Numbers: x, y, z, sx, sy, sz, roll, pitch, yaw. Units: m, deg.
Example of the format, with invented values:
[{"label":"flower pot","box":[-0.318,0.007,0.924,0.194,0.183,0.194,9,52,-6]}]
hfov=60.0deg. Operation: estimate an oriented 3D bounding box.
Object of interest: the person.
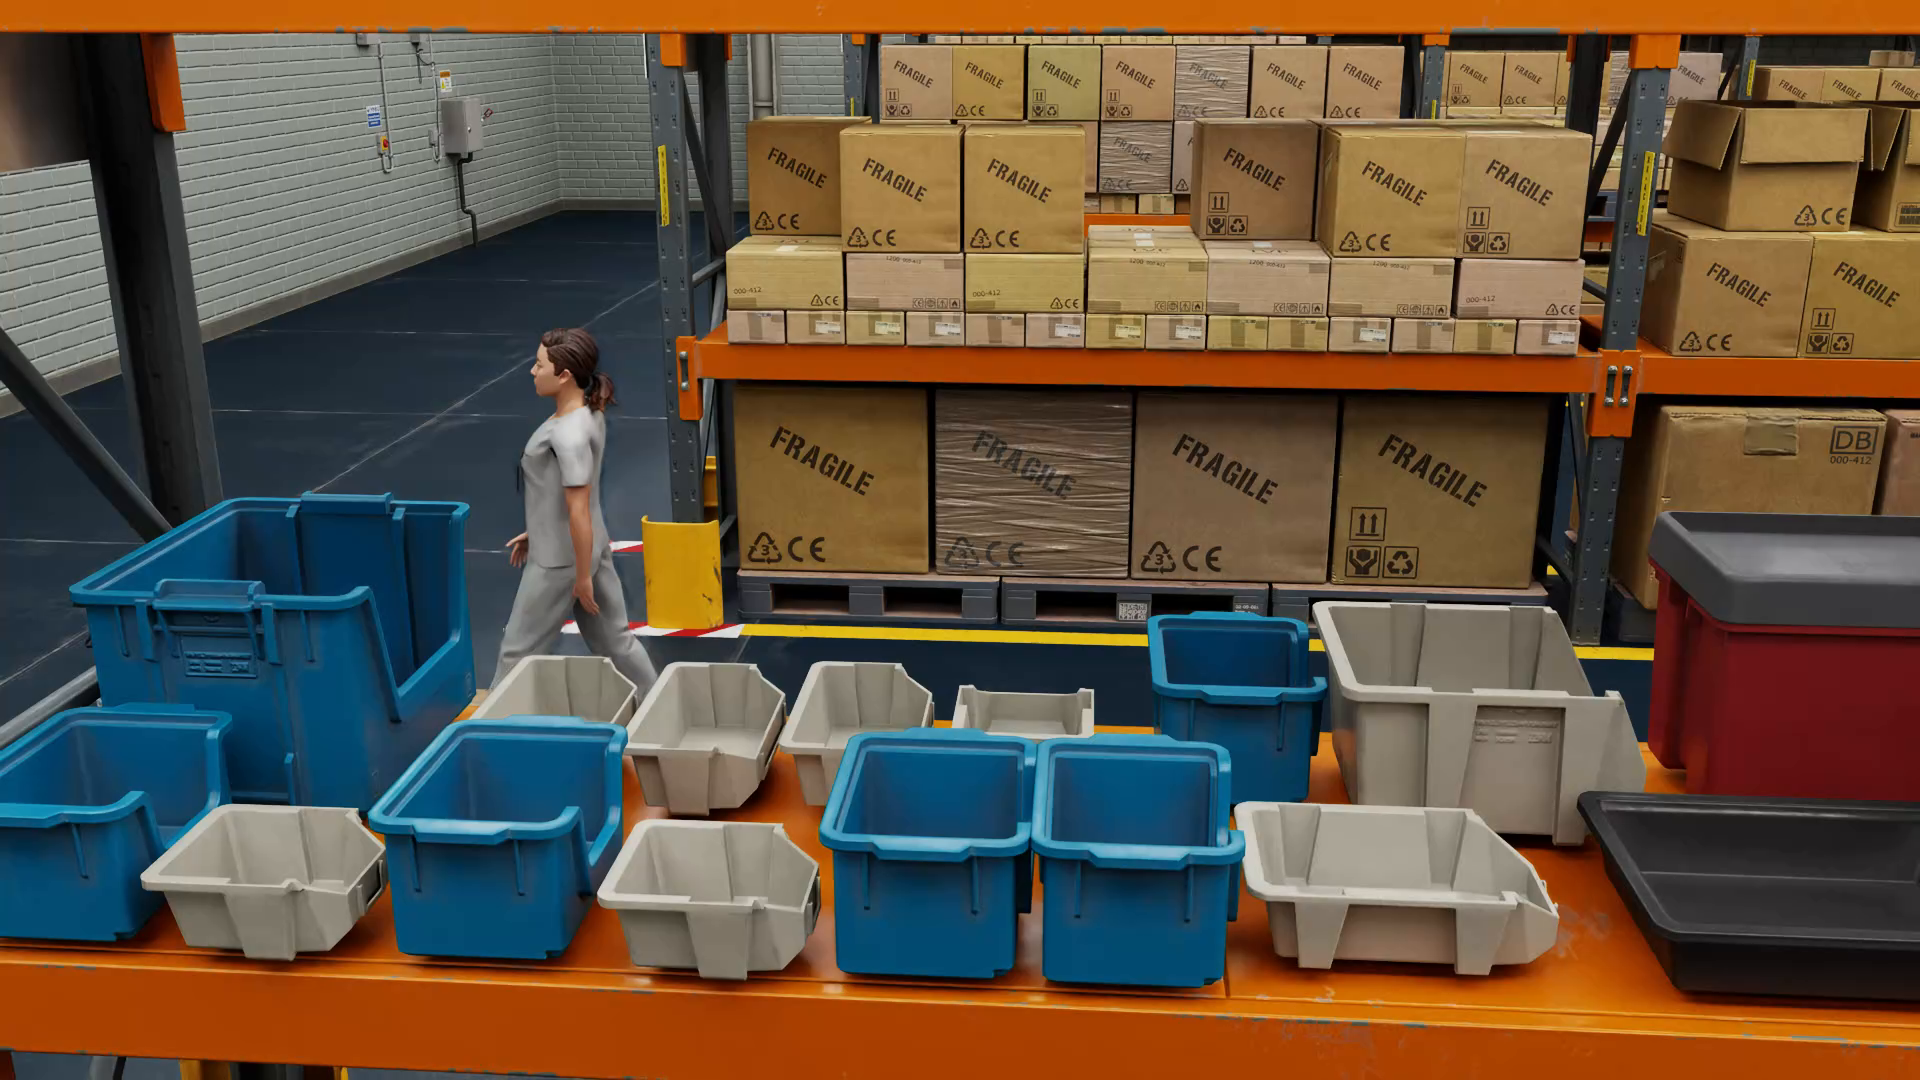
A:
[{"label":"person","box":[-1.460,0.052,5.896,0.918,1.627,0.452,0,18,-1]}]
